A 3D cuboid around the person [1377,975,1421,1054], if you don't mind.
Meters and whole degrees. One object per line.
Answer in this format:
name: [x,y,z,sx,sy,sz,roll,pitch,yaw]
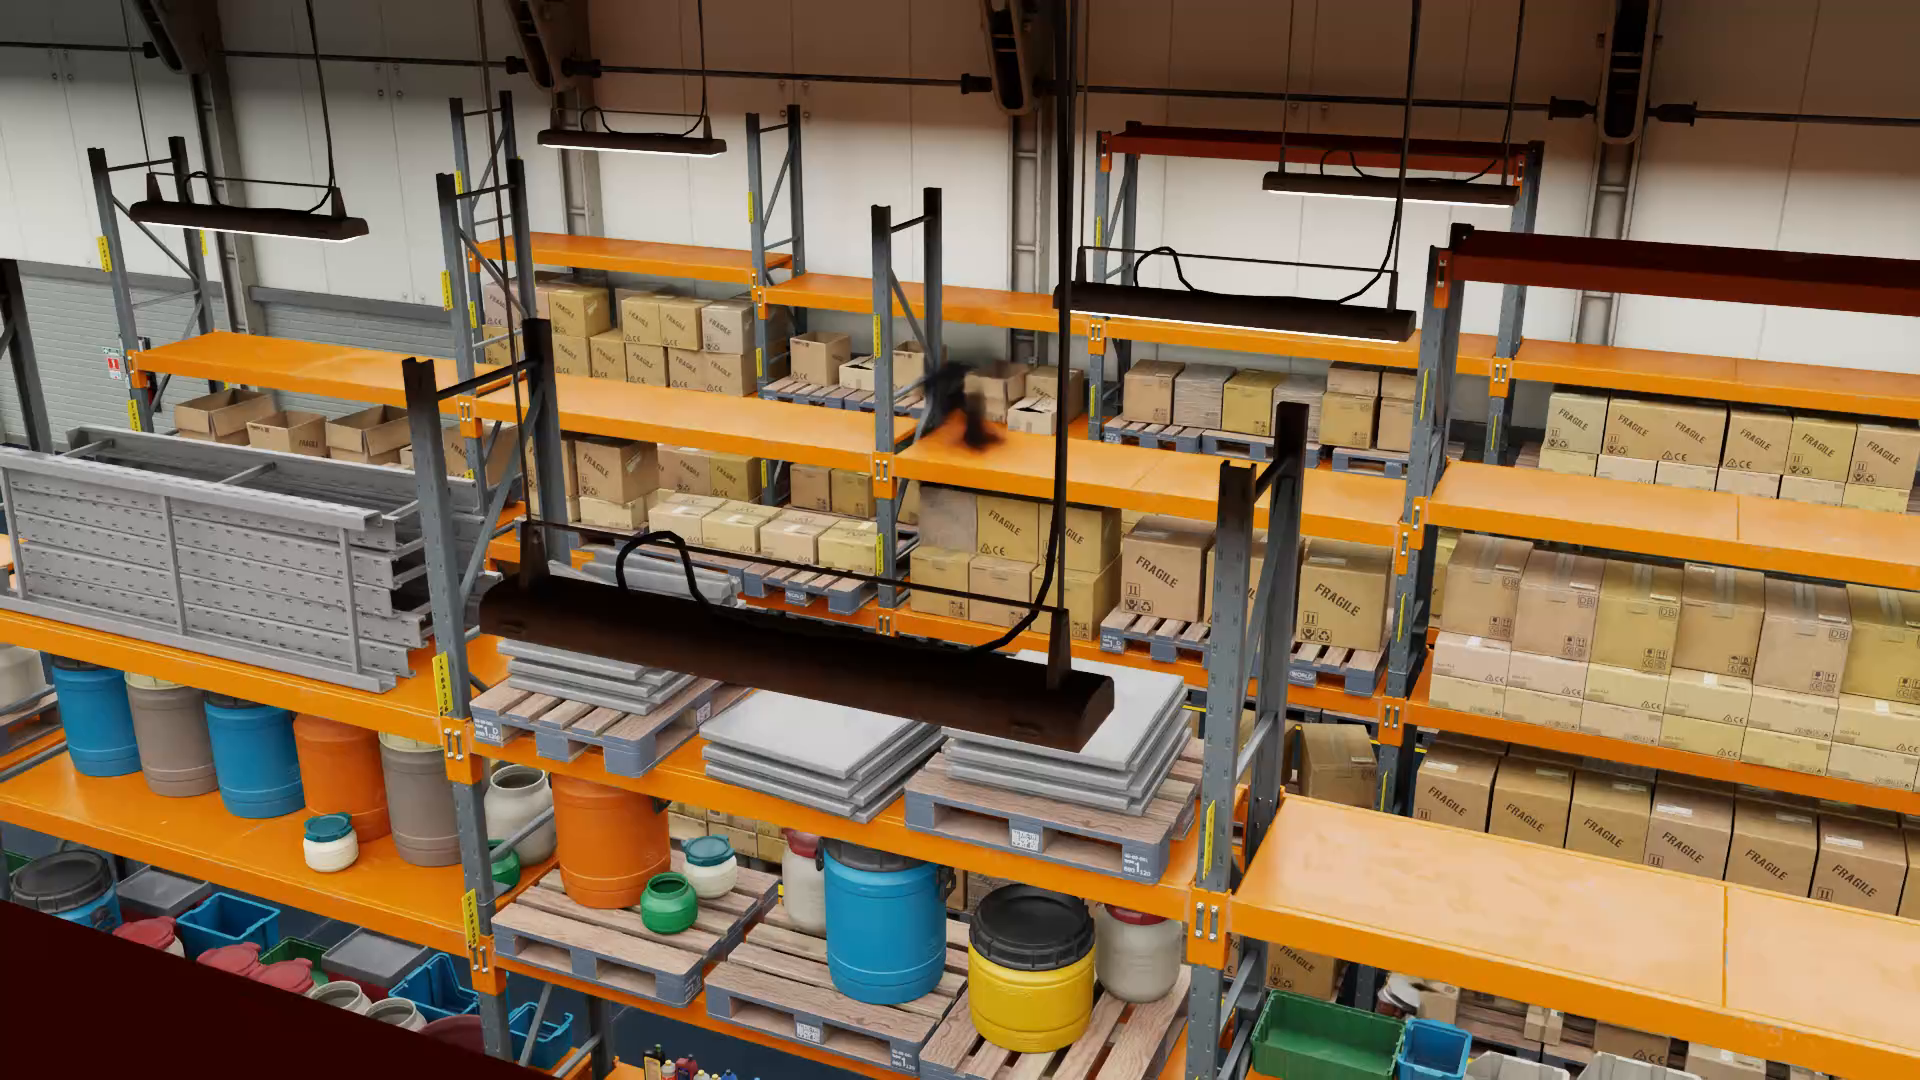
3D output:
person: [2.906,3.585,10.808,0.764,1.669,0.567,3,21,9]
